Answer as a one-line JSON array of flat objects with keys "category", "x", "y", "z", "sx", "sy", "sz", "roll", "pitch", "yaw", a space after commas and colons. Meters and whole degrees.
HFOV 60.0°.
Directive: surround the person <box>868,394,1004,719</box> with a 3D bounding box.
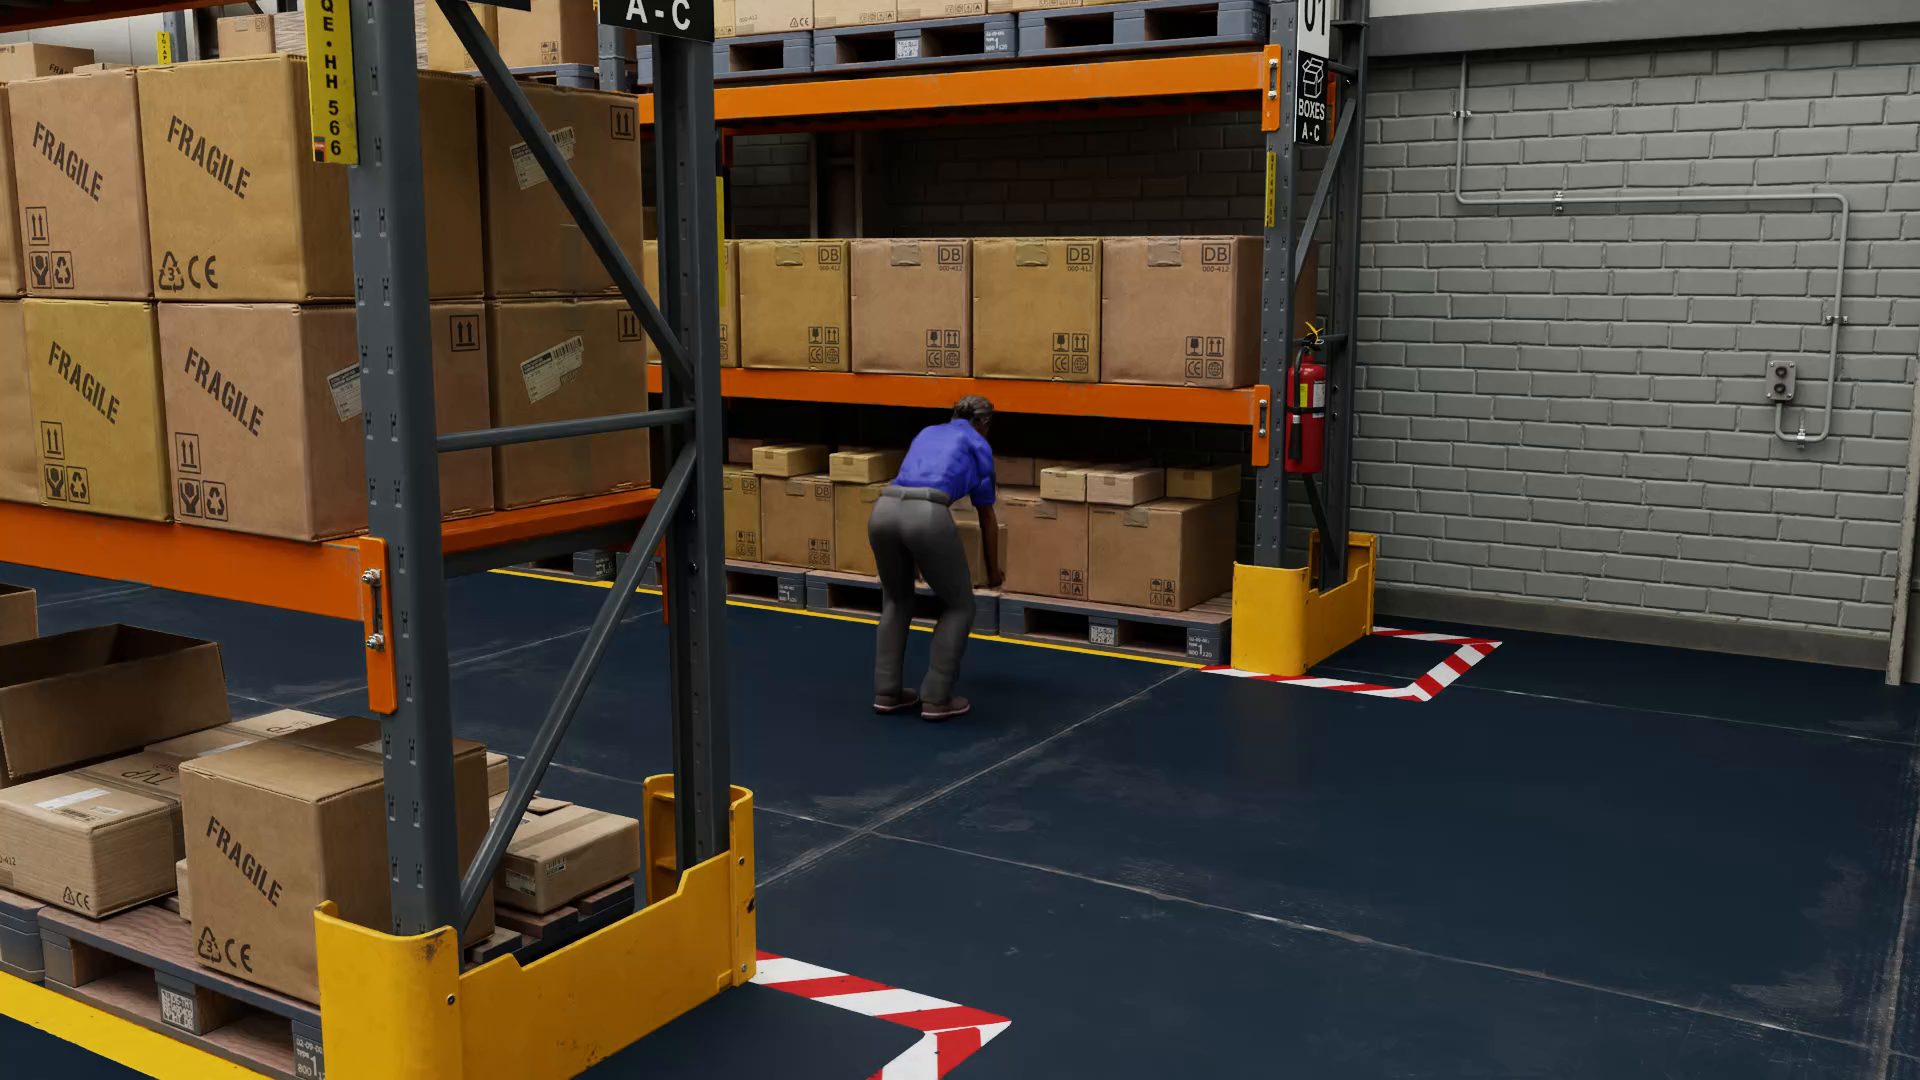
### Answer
[{"category": "person", "x": -0.077, "y": 0.057, "z": 7.111, "sx": 0.418, "sy": 1.316, "sz": 0.788, "roll": 5, "pitch": 11, "yaw": 29}]
